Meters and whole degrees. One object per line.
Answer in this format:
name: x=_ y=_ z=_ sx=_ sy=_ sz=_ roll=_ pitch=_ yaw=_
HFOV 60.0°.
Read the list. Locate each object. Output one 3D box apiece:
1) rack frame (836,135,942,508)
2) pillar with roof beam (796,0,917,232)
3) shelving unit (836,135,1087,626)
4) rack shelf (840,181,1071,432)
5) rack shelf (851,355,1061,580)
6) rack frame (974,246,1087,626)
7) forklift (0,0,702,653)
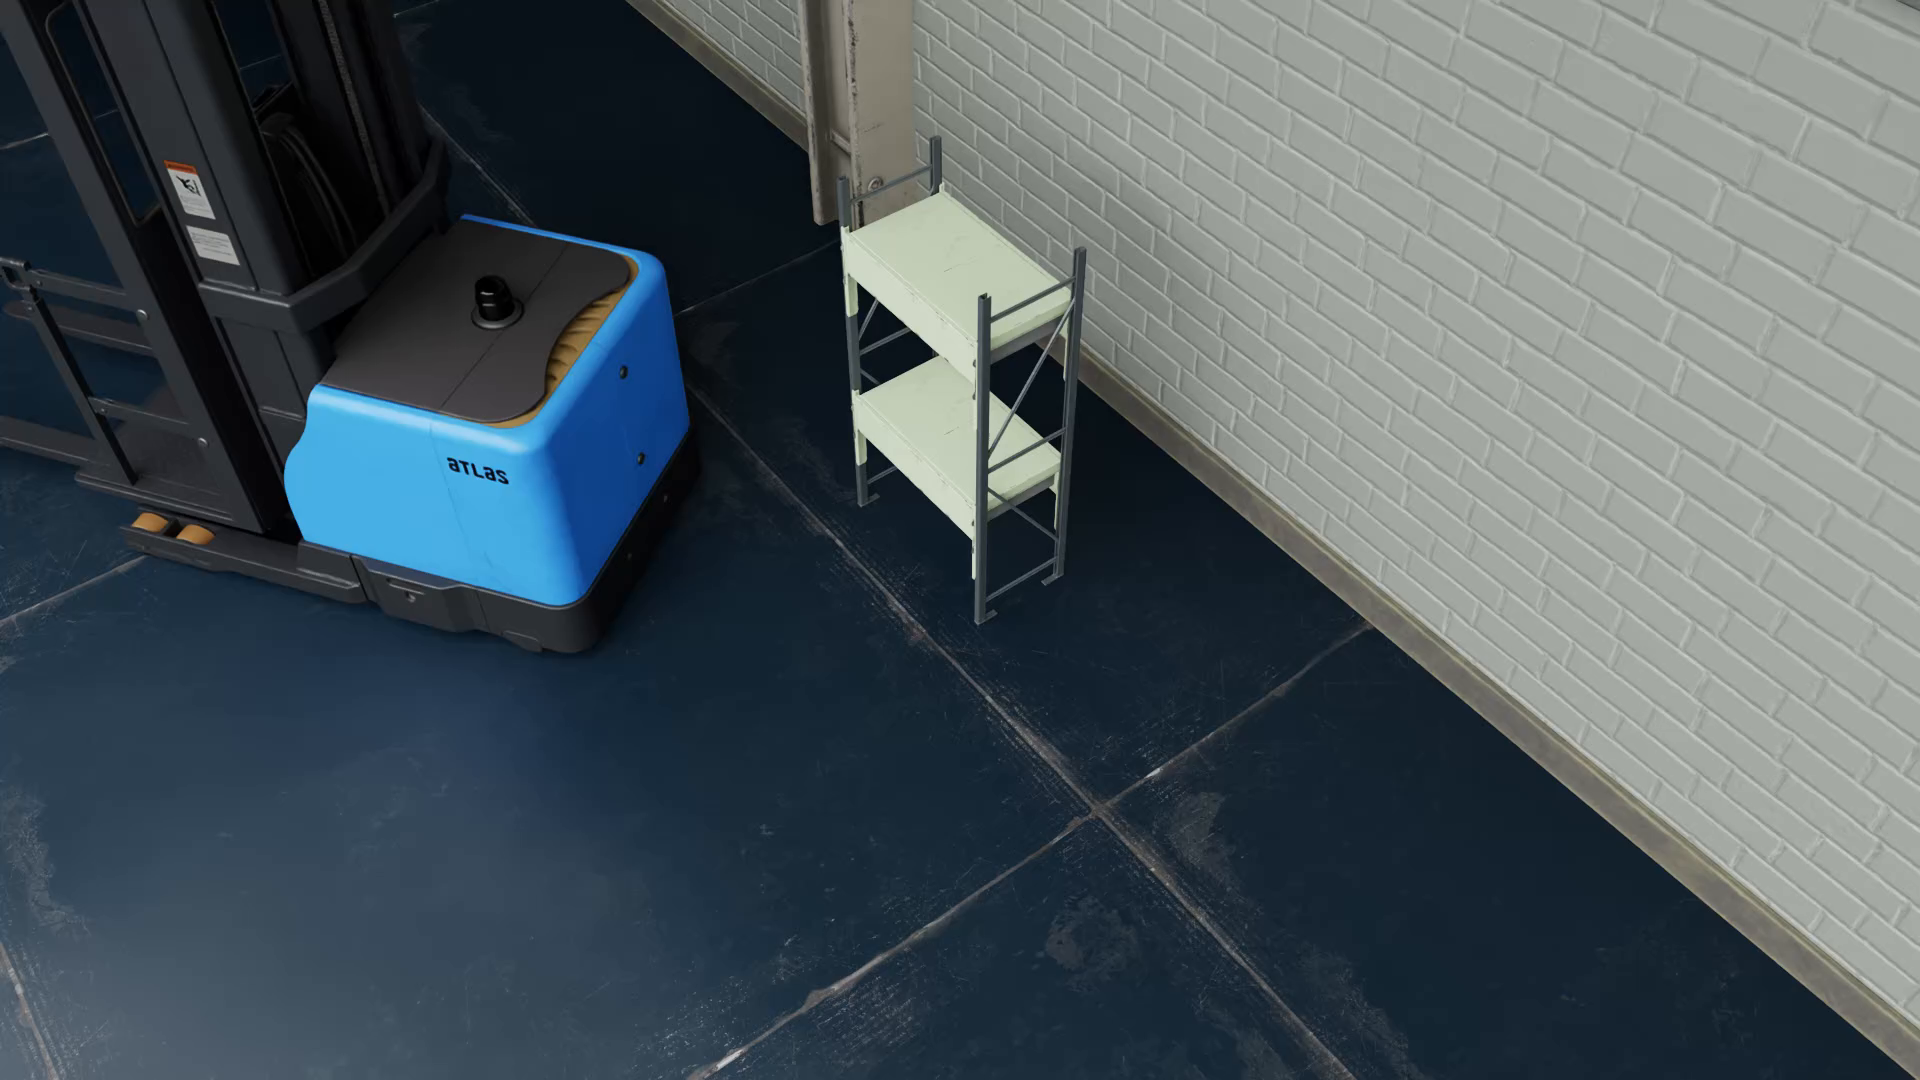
rack frame: x=-0.226 y=-0.723 z=5.894 sx=0.400 sy=1.500 sz=0.023 roll=-29 pitch=54 yaw=-24
pillar with roof beam: x=-3.852 y=-2.502 z=2.444 sx=9.100 sy=9.000 sz=0.400 roll=-29 pitch=54 yaw=-24
shelving unit: x=-0.004 y=-0.508 z=5.698 sx=0.431 sy=1.500 sz=0.755 roll=-29 pitch=54 yaw=-24
rack shelf: x=-0.004 y=-0.770 z=5.409 sx=0.431 sy=0.370 sz=0.720 roll=-29 pitch=54 yaw=-24
rack shelf: x=-0.004 y=-0.289 z=5.939 sx=0.431 sy=0.370 sz=0.720 roll=-29 pitch=54 yaw=-24
rack frame: x=0.218 y=-0.292 z=5.502 sx=0.400 sy=1.500 sz=0.023 roll=-29 pitch=54 yaw=-24
forklift: x=-2.570 y=-1.238 z=5.394 sx=3.031 sy=2.935 sz=1.130 roll=14 pitch=49 yaw=12
